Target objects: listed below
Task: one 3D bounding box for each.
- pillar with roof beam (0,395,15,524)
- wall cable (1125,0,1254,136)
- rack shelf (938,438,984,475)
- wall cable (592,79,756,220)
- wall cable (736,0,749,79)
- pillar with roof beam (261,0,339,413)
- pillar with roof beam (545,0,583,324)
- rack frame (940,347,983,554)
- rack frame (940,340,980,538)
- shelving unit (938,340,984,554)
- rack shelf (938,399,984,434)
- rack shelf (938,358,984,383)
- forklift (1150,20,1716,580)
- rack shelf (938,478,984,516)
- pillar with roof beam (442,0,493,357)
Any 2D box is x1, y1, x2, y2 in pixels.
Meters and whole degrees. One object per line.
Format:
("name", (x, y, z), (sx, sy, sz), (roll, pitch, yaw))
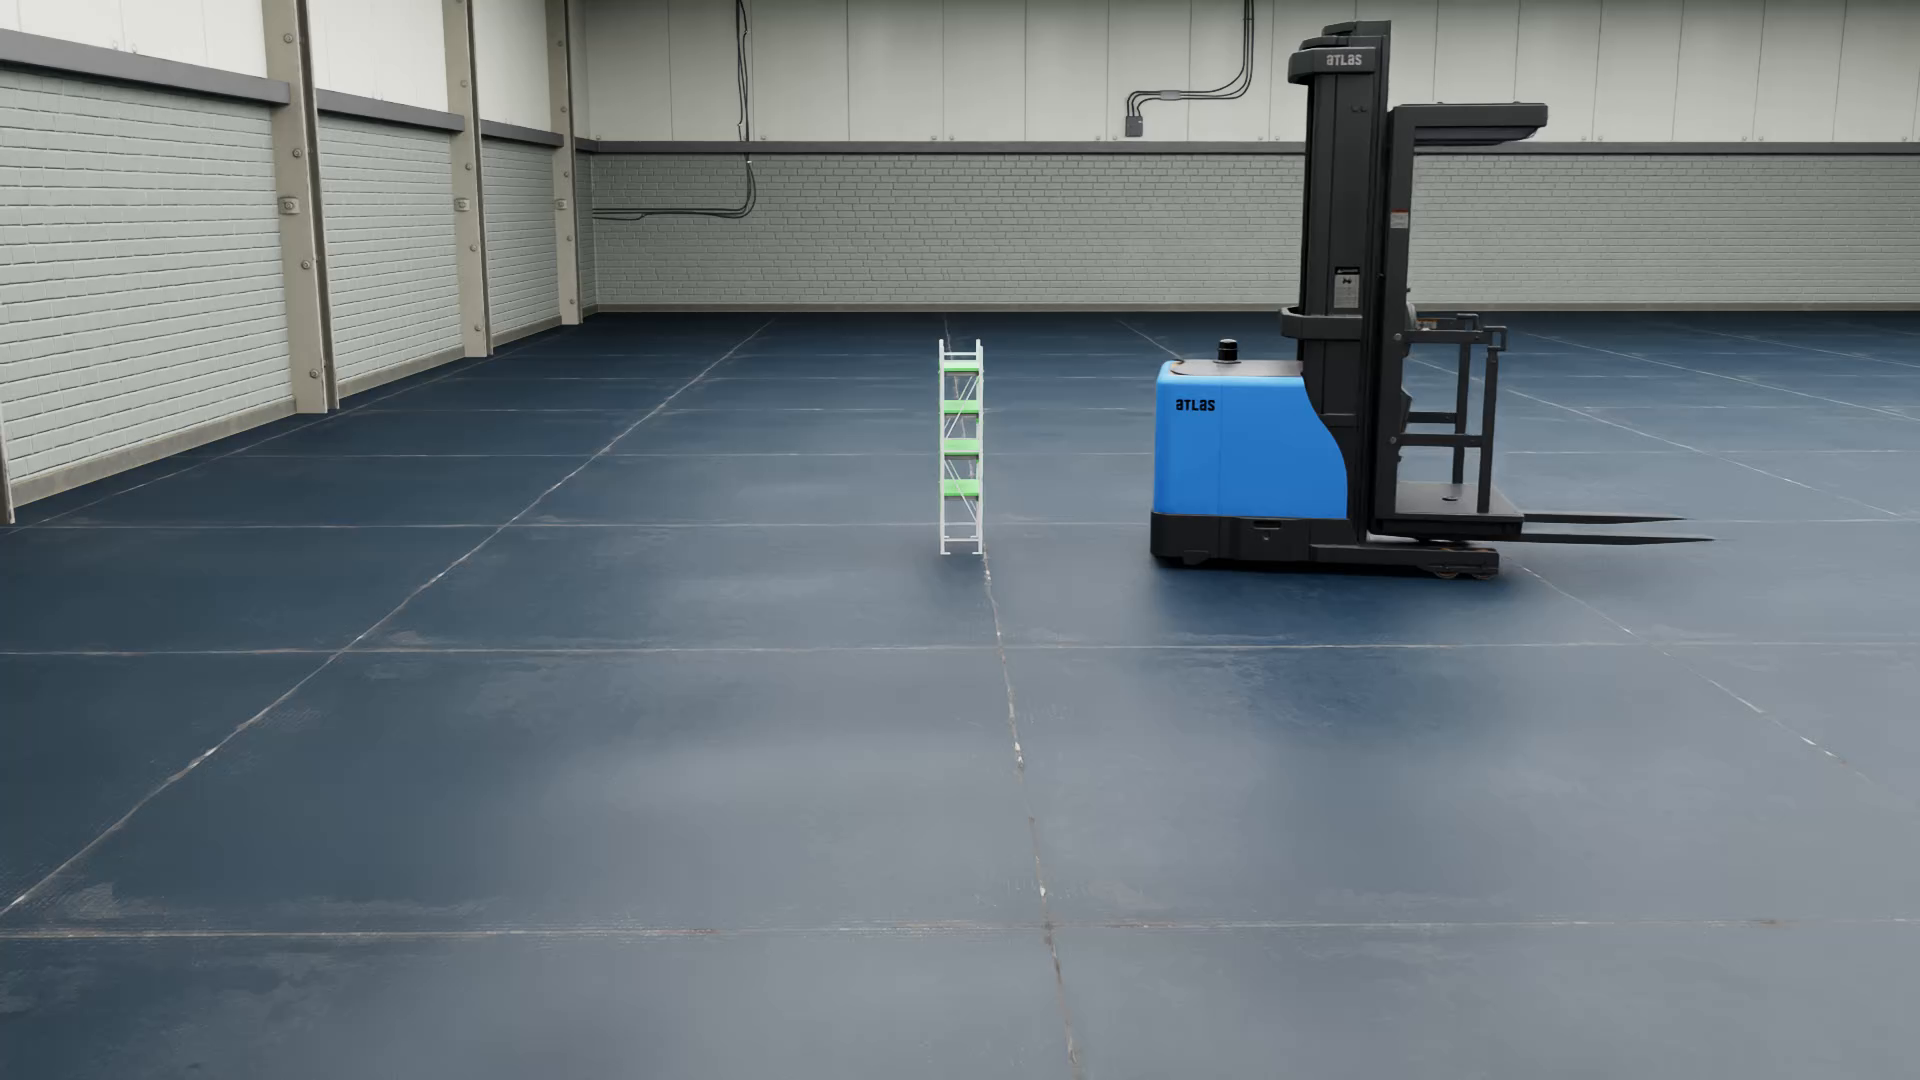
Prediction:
("pillar with roof beam", (-1.883, -4.504, 9.626), (9.100, 9.000, 0.400), (0, 11, -1))
("wall cable", (4.194, -10.358, 29.927), (2.305, 6.003, 0.169), (0, 11, -1))
("rack shelf", (0.003, -0.492, 9.790), (0.258, 0.148, 0.480), (0, 11, -1))
("wall cable", (-5.298, -7.133, 30.397), (3.097, 2.526, 0.112), (0, 11, -1))
("wall cable", (-2.593, -9.620, 29.950), (3.097, 2.526, 0.112), (0, 11, -1))
("pillar with roof beam", (-2.007, -5.696, 15.504), (9.100, 9.000, 0.400), (0, 11, -1))
("pillar with roof beam", (-2.255, -8.082, 27.262), (9.100, 9.000, 0.400), (0, 11, -1))
("rack frame", (0.008, -0.507, 9.539), (0.240, 1.200, 0.015), (0, 11, -1))
("rack frame", (-0.002, -0.604, 10.017), (0.240, 1.200, 0.015), (0, 11, -1))
("shelving unit", (0.003, -0.555, 9.778), (0.258, 1.200, 0.503), (0, 11, -1))
("rack shelf", (0.003, -0.728, 9.743), (0.258, 0.148, 0.480), (0, 11, -1))
("rack shelf", (0.003, -0.963, 9.695), (0.258, 0.148, 0.480), (0, 11, -1))
("forklift", (2.630, -1.334, 9.261), (3.031, 2.935, 1.130), (2, 12, 8))
("rack shelf", (0.003, -0.257, 9.838), (0.258, 0.148, 0.480), (0, 11, -1))
("pillar with roof beam", (-2.131, -6.889, 21.383), (9.100, 9.000, 0.400), (0, 11, -1))
